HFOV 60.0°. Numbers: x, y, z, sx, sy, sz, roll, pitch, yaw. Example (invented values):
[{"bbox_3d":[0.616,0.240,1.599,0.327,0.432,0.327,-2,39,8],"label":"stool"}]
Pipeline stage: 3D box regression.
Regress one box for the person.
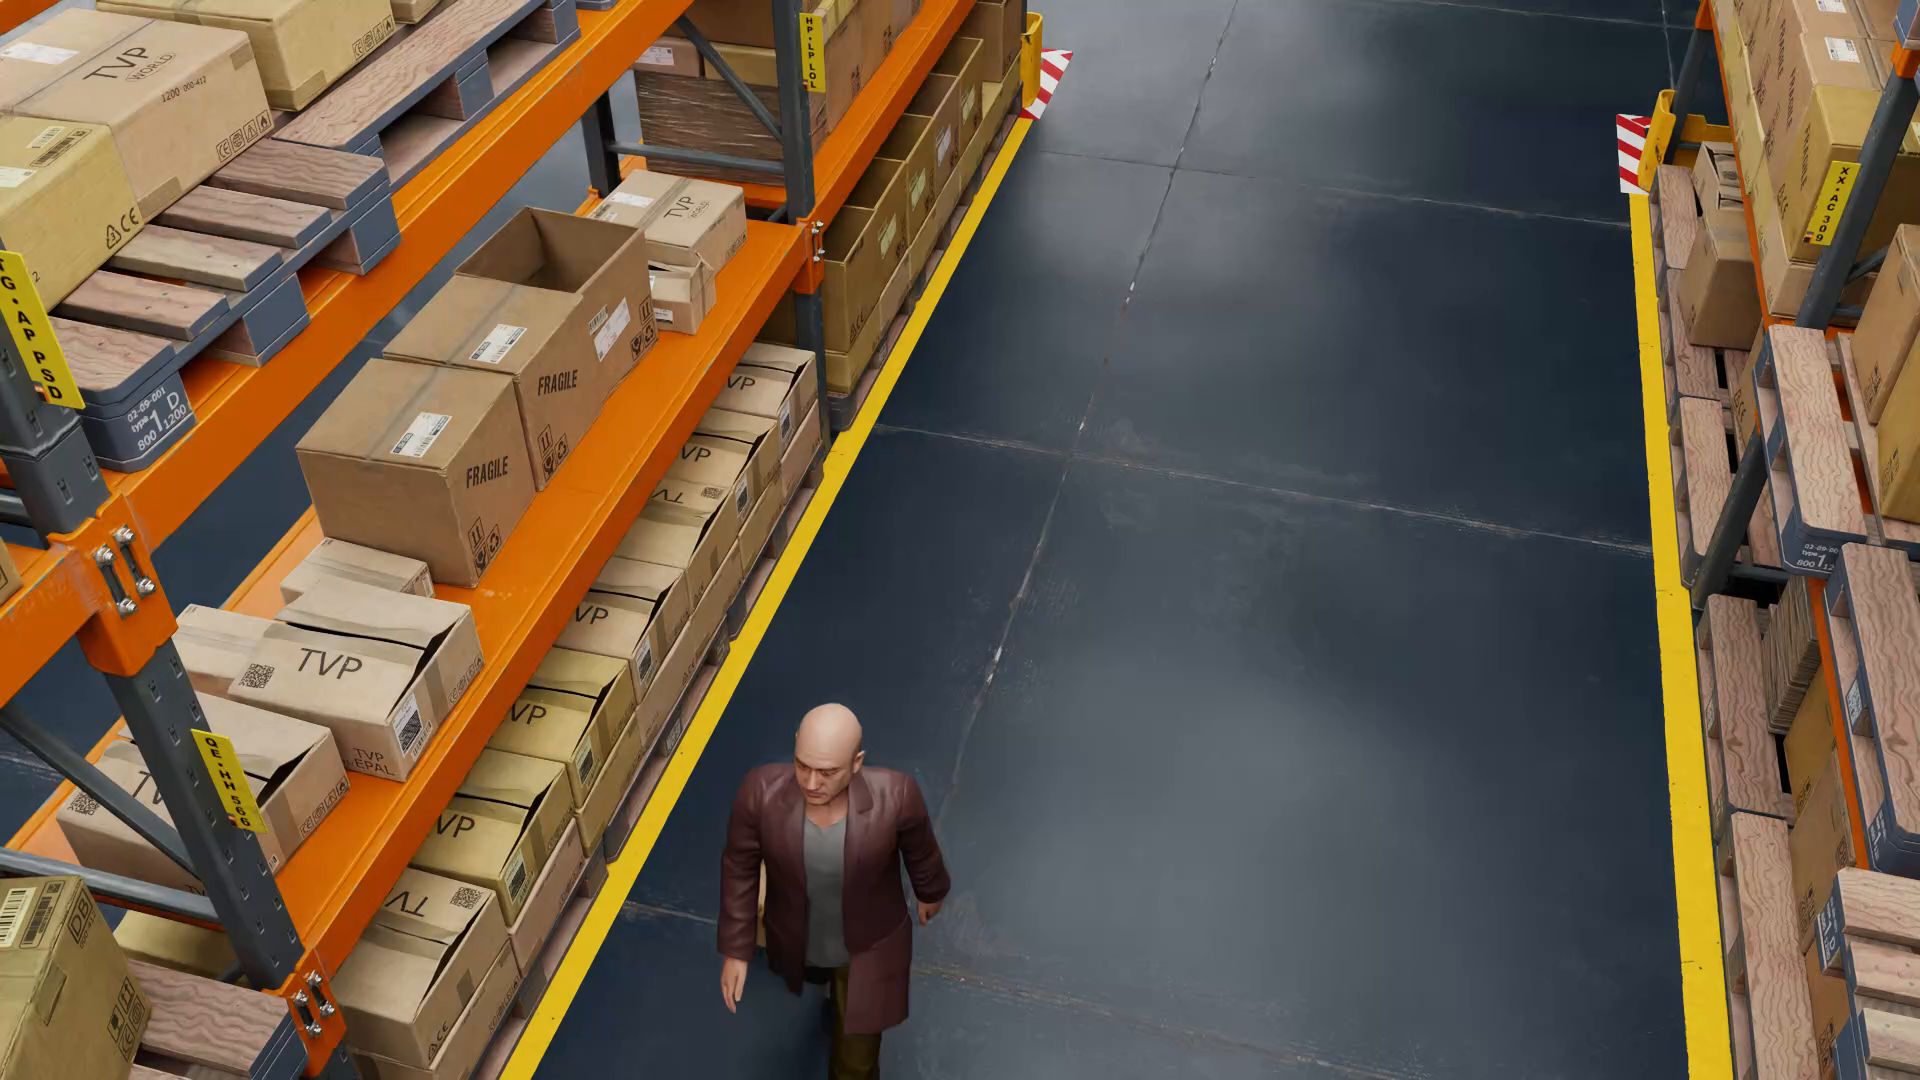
[{"bbox_3d":[-0.362,1.103,4.882,0.629,1.728,1.153,6,41,7],"label":"person"}]
